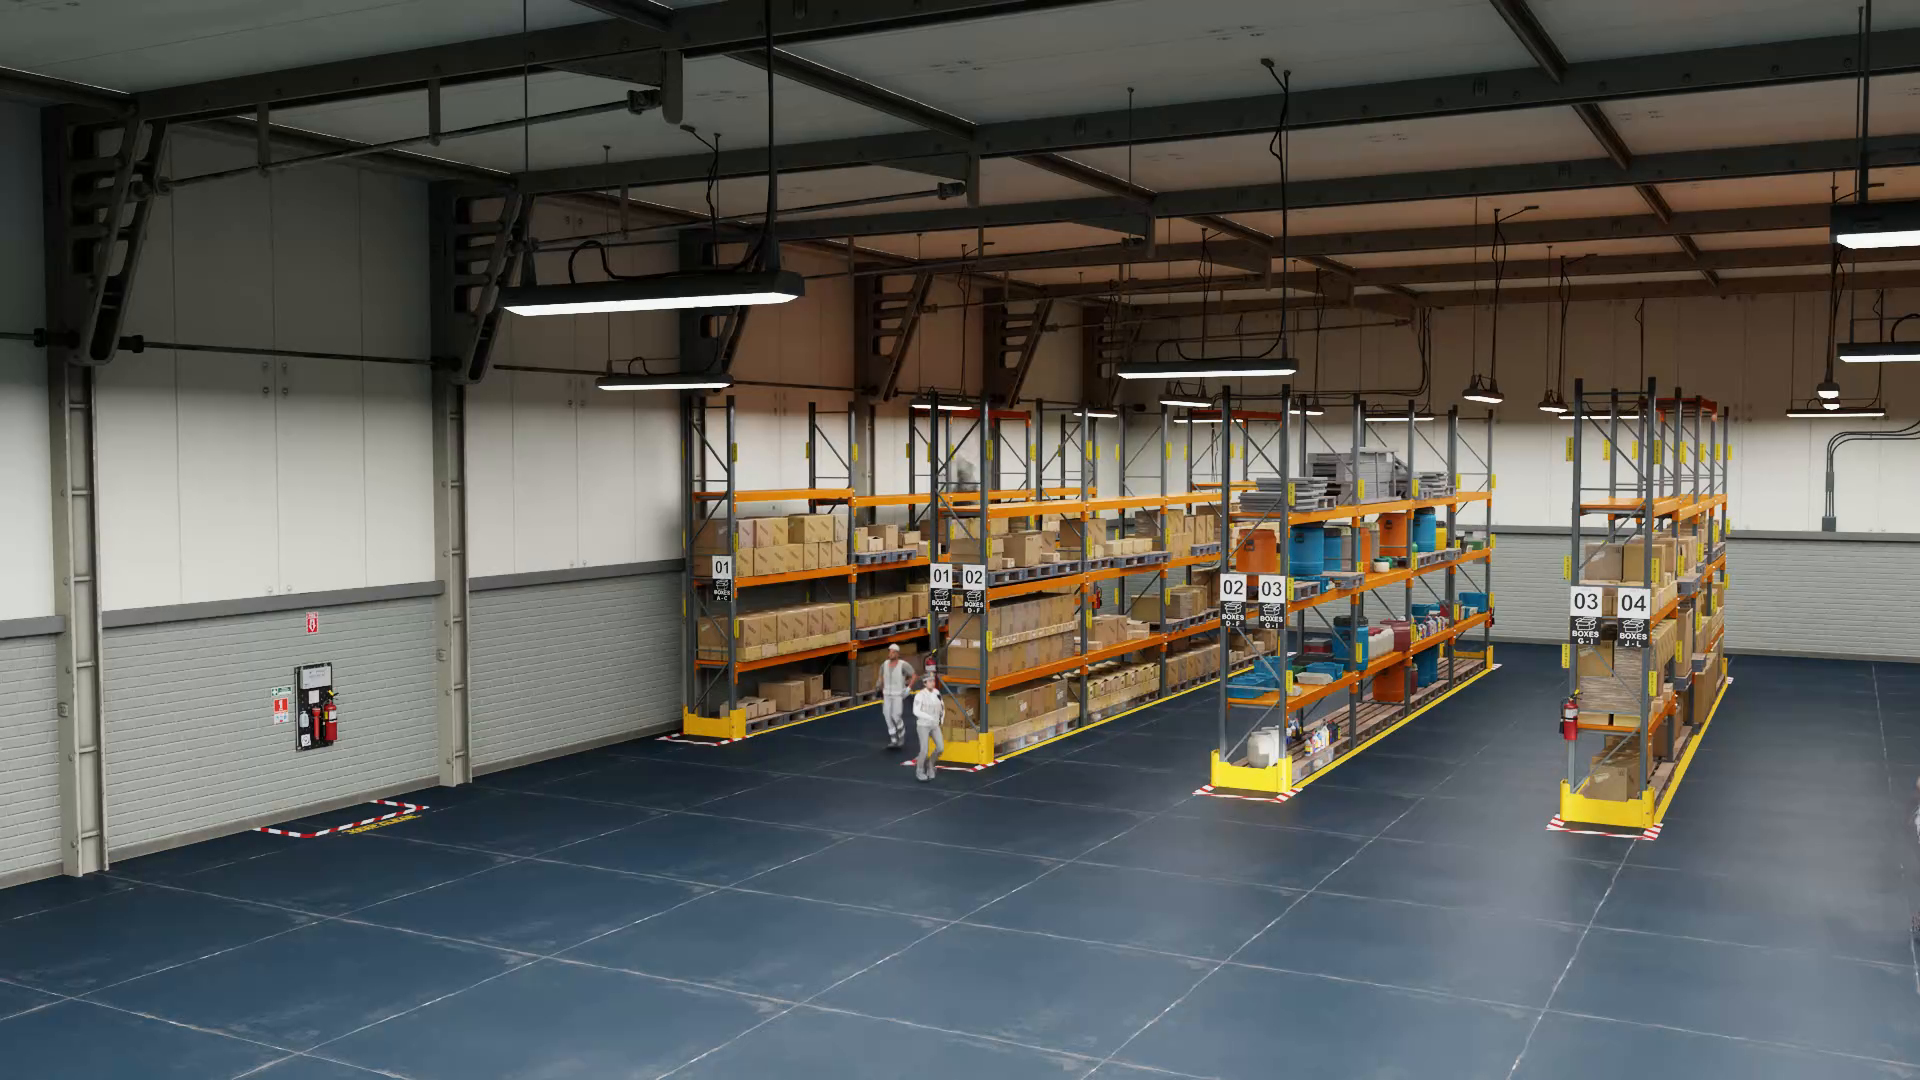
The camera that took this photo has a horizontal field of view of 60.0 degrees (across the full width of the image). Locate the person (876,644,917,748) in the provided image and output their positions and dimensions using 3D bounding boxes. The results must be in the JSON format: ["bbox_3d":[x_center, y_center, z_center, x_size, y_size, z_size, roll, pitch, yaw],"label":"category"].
[{"bbox_3d":[-1.133,2.637,28.000,0.665,1.758,0.552,1,3,23],"label":"person"}]

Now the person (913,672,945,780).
[{"bbox_3d":[-0.430,2.837,25.292,0.646,1.674,0.632,-2,4,-32],"label":"person"}]

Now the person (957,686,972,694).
[{"bbox_3d":[0.168,2.509,31.460,0.615,1.643,0.899,1,3,23],"label":"person"}]
